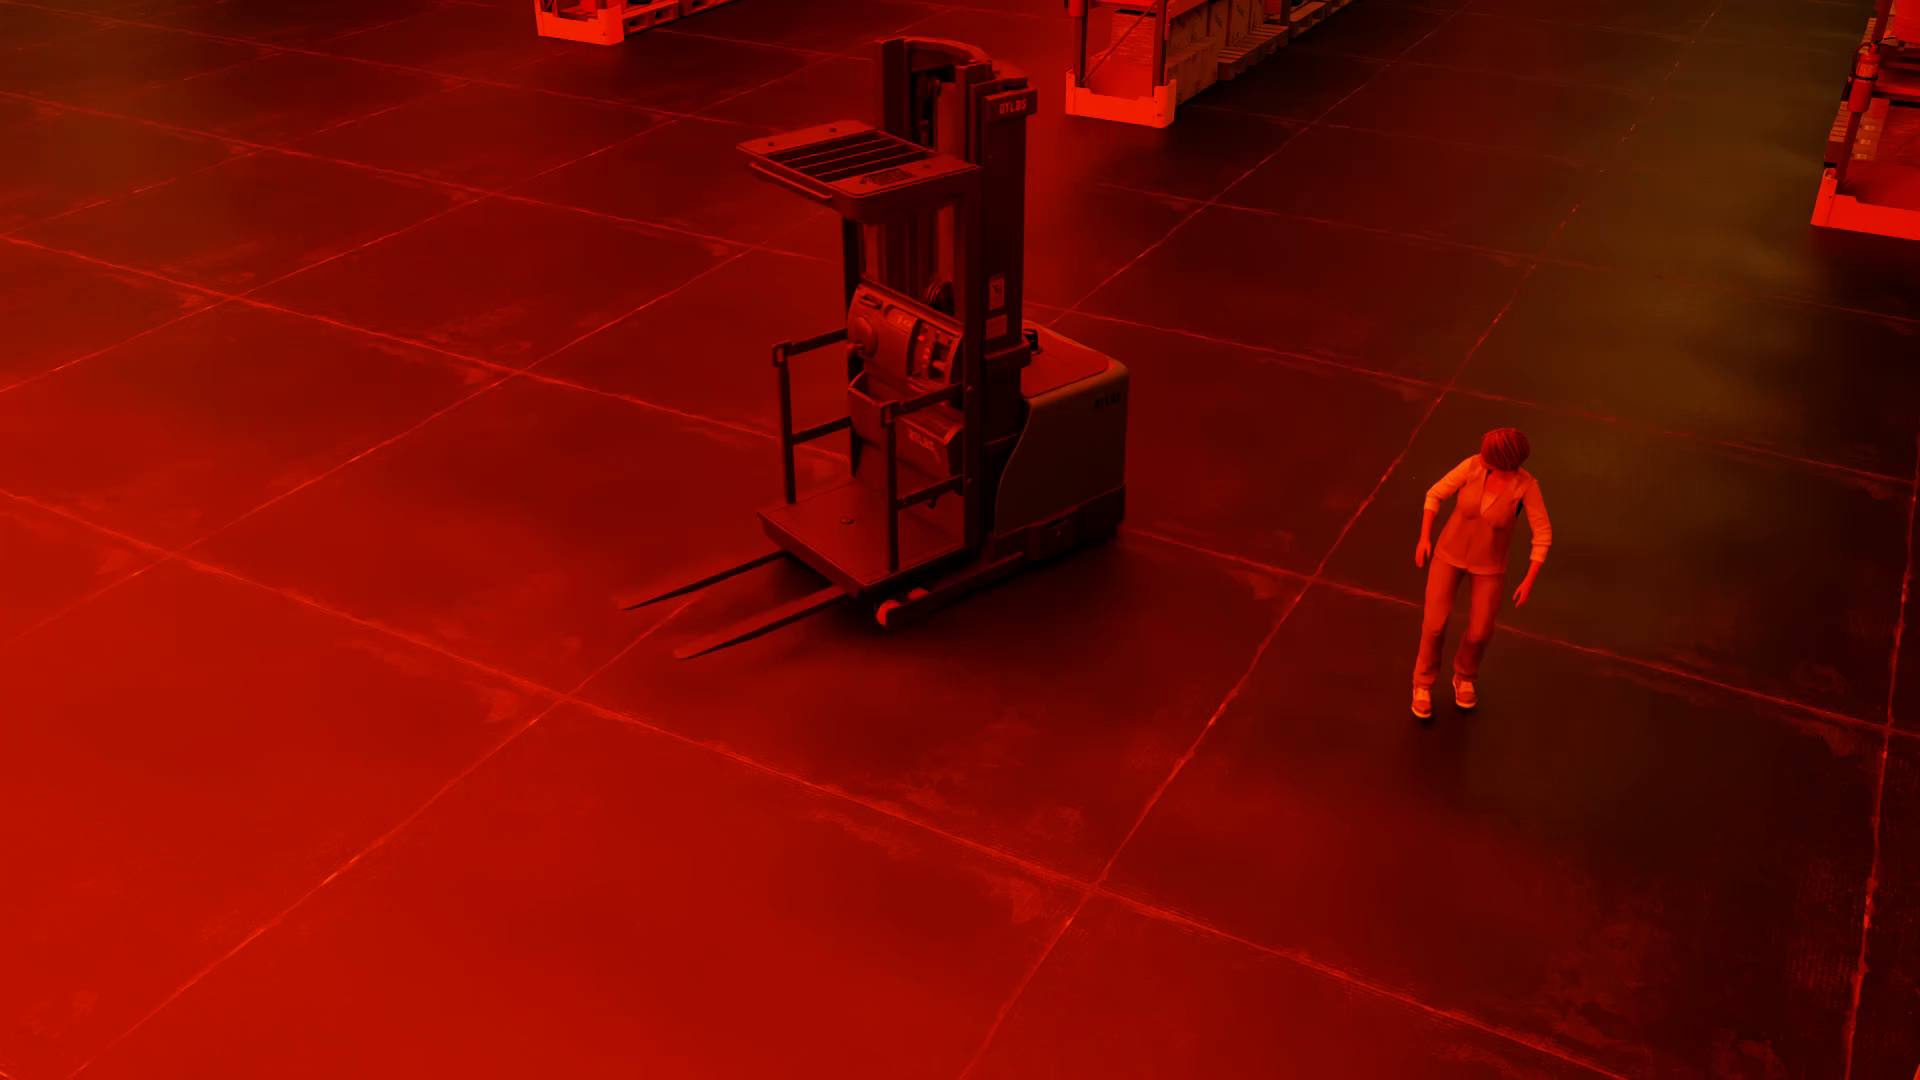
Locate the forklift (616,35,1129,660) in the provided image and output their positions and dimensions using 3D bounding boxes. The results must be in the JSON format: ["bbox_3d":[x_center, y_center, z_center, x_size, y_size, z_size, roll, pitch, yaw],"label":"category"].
[{"bbox_3d":[-0.470,-1.071,8.926,3.031,2.935,1.130,-22,37,-33],"label":"forklift"}]

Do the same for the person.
[{"bbox_3d":[2.522,0.154,8.101,0.614,1.565,0.439,12,32,19],"label":"person"}]
